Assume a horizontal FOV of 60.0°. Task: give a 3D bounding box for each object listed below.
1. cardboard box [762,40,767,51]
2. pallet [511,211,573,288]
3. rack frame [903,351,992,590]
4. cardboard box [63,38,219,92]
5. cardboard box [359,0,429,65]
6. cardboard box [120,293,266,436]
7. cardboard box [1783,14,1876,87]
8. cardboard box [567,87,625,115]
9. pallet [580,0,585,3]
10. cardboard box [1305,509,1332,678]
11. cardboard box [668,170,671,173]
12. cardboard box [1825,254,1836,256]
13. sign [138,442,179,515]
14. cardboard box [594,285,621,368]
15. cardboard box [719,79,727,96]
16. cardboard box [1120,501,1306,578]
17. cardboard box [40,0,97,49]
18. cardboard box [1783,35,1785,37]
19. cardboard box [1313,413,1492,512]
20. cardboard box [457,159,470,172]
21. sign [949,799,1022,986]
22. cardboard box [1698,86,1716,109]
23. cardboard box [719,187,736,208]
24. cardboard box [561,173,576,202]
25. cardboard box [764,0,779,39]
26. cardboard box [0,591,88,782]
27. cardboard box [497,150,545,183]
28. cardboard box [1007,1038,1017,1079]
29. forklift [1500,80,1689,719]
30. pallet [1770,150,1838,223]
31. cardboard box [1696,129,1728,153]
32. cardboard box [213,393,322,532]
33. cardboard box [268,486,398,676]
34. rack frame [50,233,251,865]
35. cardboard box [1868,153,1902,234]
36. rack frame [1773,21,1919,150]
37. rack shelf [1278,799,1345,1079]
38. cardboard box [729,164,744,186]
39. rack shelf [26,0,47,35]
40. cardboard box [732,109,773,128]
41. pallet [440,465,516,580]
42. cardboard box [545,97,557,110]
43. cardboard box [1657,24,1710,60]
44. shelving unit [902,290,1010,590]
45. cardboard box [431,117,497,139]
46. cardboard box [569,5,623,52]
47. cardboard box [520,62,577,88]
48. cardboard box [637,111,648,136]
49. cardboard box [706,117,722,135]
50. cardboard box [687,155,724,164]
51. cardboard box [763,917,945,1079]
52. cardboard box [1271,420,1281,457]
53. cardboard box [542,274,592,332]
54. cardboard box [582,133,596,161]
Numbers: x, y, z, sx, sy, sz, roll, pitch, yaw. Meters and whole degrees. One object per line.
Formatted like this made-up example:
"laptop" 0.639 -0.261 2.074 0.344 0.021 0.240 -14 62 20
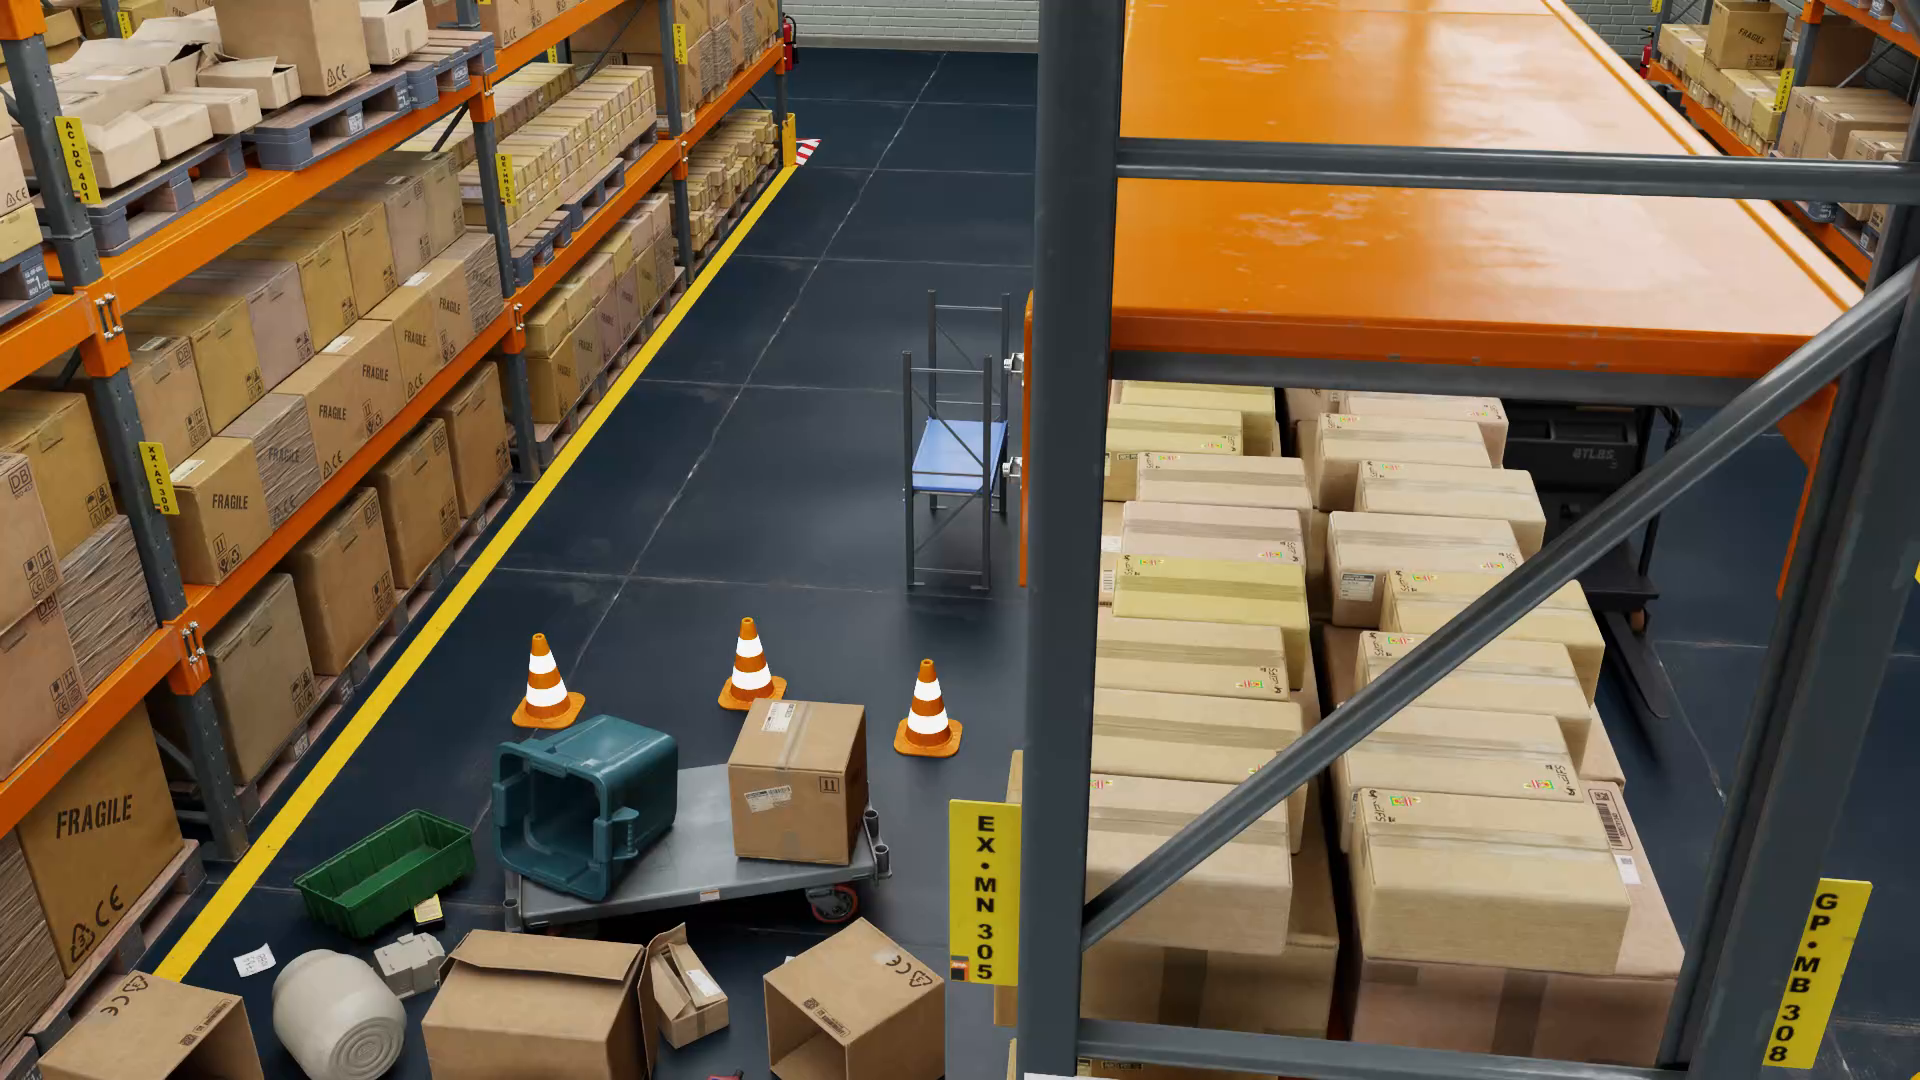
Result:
"cardboard box" -2.208 -5.122 17.151 0.380 0.149 0.250 3 28 6
"pallet" -3.380 -2.008 11.310 1.213 0.211 1.003 3 28 6
"rack frame" -0.073 -0.381 9.668 0.500 1.500 0.032 3 28 6
"cardboard box" -3.855 -2.216 7.877 0.500 0.311 0.500 2 28 4
"cardboard box" -3.192 -2.752 8.871 0.500 0.311 0.500 3 28 6
"cardboard box" -3.735 -0.829 7.758 0.700 0.500 0.500 3 28 5
"cardboard box" 7.427 -4.188 14.207 0.500 0.500 0.500 3 28 5
"cardboard box" -2.824 -3.398 12.882 0.380 0.149 0.250 3 28 6
"pallet" -3.176 -4.099 12.024 1.213 0.211 1.003 3 28 6
"cardboard box" 1.020 0.167 3.752 0.500 0.250 0.500 4 29 8
"cardboard box" -2.919 -3.475 16.079 0.380 0.149 0.250 2 28 4
"cardboard box" 6.716 -2.189 12.951 0.380 0.149 0.250 3 28 5
"sign" -3.300 -0.253 6.852 0.100 0.325 0.005 3 28 6
"cardboard box" -2.905 -1.632 12.602 0.500 0.500 0.500 3 28 5
"cardboard box" -2.399 -4.260 15.553 0.380 0.149 0.250 5 29 8
"cardboard box" 0.534 0.046 3.556 0.380 0.149 0.250 3 28 6
"cardboard box" -7.990 -4.597 14.966 0.500 0.500 0.500 4 29 8
"cardboard box" 7.678 -4.823 16.176 0.500 0.250 0.500 4 29 8
"cardboard box" 1.047 -0.176 3.968 0.380 0.149 0.250 4 29 7
"cardboard box" -3.661 -2.583 11.682 0.380 0.149 0.250 3 29 6
"sign" 0.035 0.503 2.350 0.100 0.325 0.005 3 28 6
"cardboard box" 6.939 -4.012 15.091 0.380 0.149 0.250 4 29 7
"cardboard box" -2.389 -3.330 16.123 0.380 0.149 0.250 3 28 5
"cardboard box" -2.979 -2.530 11.898 0.380 0.149 0.250 4 29 8
"cardboard box" -2.181 -5.465 17.105 0.500 0.500 0.500 4 29 7
"cardboard box" -3.930 0.500 6.293 0.875 0.550 0.550 3 28 6
"cardboard box" -3.048 -2.535 11.281 0.380 0.149 0.250 3 28 6
"cardboard box" 0.430 1.386 3.333 0.700 0.500 0.500 3 28 5
"forklift" 3.392 -0.923 9.165 1.130 2.935 3.031 2 28 5
"pallet" 6.775 -2.653 12.506 1.003 0.211 1.213 3 28 6
"cardboard box" 7.302 -3.794 16.610 0.797 0.503 0.637 2 28 4
"cardboard box" -3.459 -0.382 7.983 0.500 0.500 0.500 4 29 7
"cardboard box" -3.743 0.186 8.964 1.050 0.750 0.750 3 28 6
"rack frame" -3.851 0.132 7.135 1.000 3.000 0.127 3 28 6
"cardboard box" 6.507 -2.234 10.974 0.797 0.503 0.637 3 28 5
"rack frame" 6.981 -3.107 13.147 1.000 3.000 0.127 3 28 6
"rack shelf" 0.829 0.309 4.401 1.077 0.370 4.000 3 28 6
"cardboard box" -2.331 -3.573 16.260 0.380 0.149 0.250 4 29 7
"rack shelf" -3.606 -2.958 7.725 1.077 0.370 4.000 3 28 6
"cardboard box" -2.194 -4.445 17.565 0.380 0.149 0.250 4 29 7
"pallet" -3.533 -0.157 10.611 1.003 0.211 1.213 3 28 6
"cardboard box" -3.437 -3.437 13.268 0.380 0.149 0.250 4 29 7
"cardboard box" 7.148 -4.857 16.240 0.500 0.250 0.500 4 29 6
"shelving unit" -0.010 -0.620 10.112 0.538 1.500 1.048 3 28 6
"cardboard box" -3.595 -2.953 12.056 0.380 0.149 0.250 5 29 9
"cardboard box" -3.082 -4.486 14.233 0.500 0.500 0.500 2 28 4
"cardboard box" -3.376 -3.812 13.649 0.380 0.149 0.250 5 29 9
"cardboard box" -2.754 -3.388 13.489 0.380 0.149 0.250 4 29 6
"cardboard box" -2.697 -4.345 17.380 0.380 0.149 0.250 4 29 7
"cardboard box" -2.476 -3.596 15.990 0.380 0.149 0.250 2 28 4
"cardboard box" -0.408 1.896 6.492 0.500 0.500 0.500 -24 36 -37
"cardboard box" 0.560 -0.106 4.259 0.500 0.250 0.500 4 29 7
"cardboard box" -2.974 -1.715 11.965 0.500 0.250 0.500 3 28 6
"cardboard box" -2.917 -2.906 12.282 0.380 0.149 0.250 4 29 8
